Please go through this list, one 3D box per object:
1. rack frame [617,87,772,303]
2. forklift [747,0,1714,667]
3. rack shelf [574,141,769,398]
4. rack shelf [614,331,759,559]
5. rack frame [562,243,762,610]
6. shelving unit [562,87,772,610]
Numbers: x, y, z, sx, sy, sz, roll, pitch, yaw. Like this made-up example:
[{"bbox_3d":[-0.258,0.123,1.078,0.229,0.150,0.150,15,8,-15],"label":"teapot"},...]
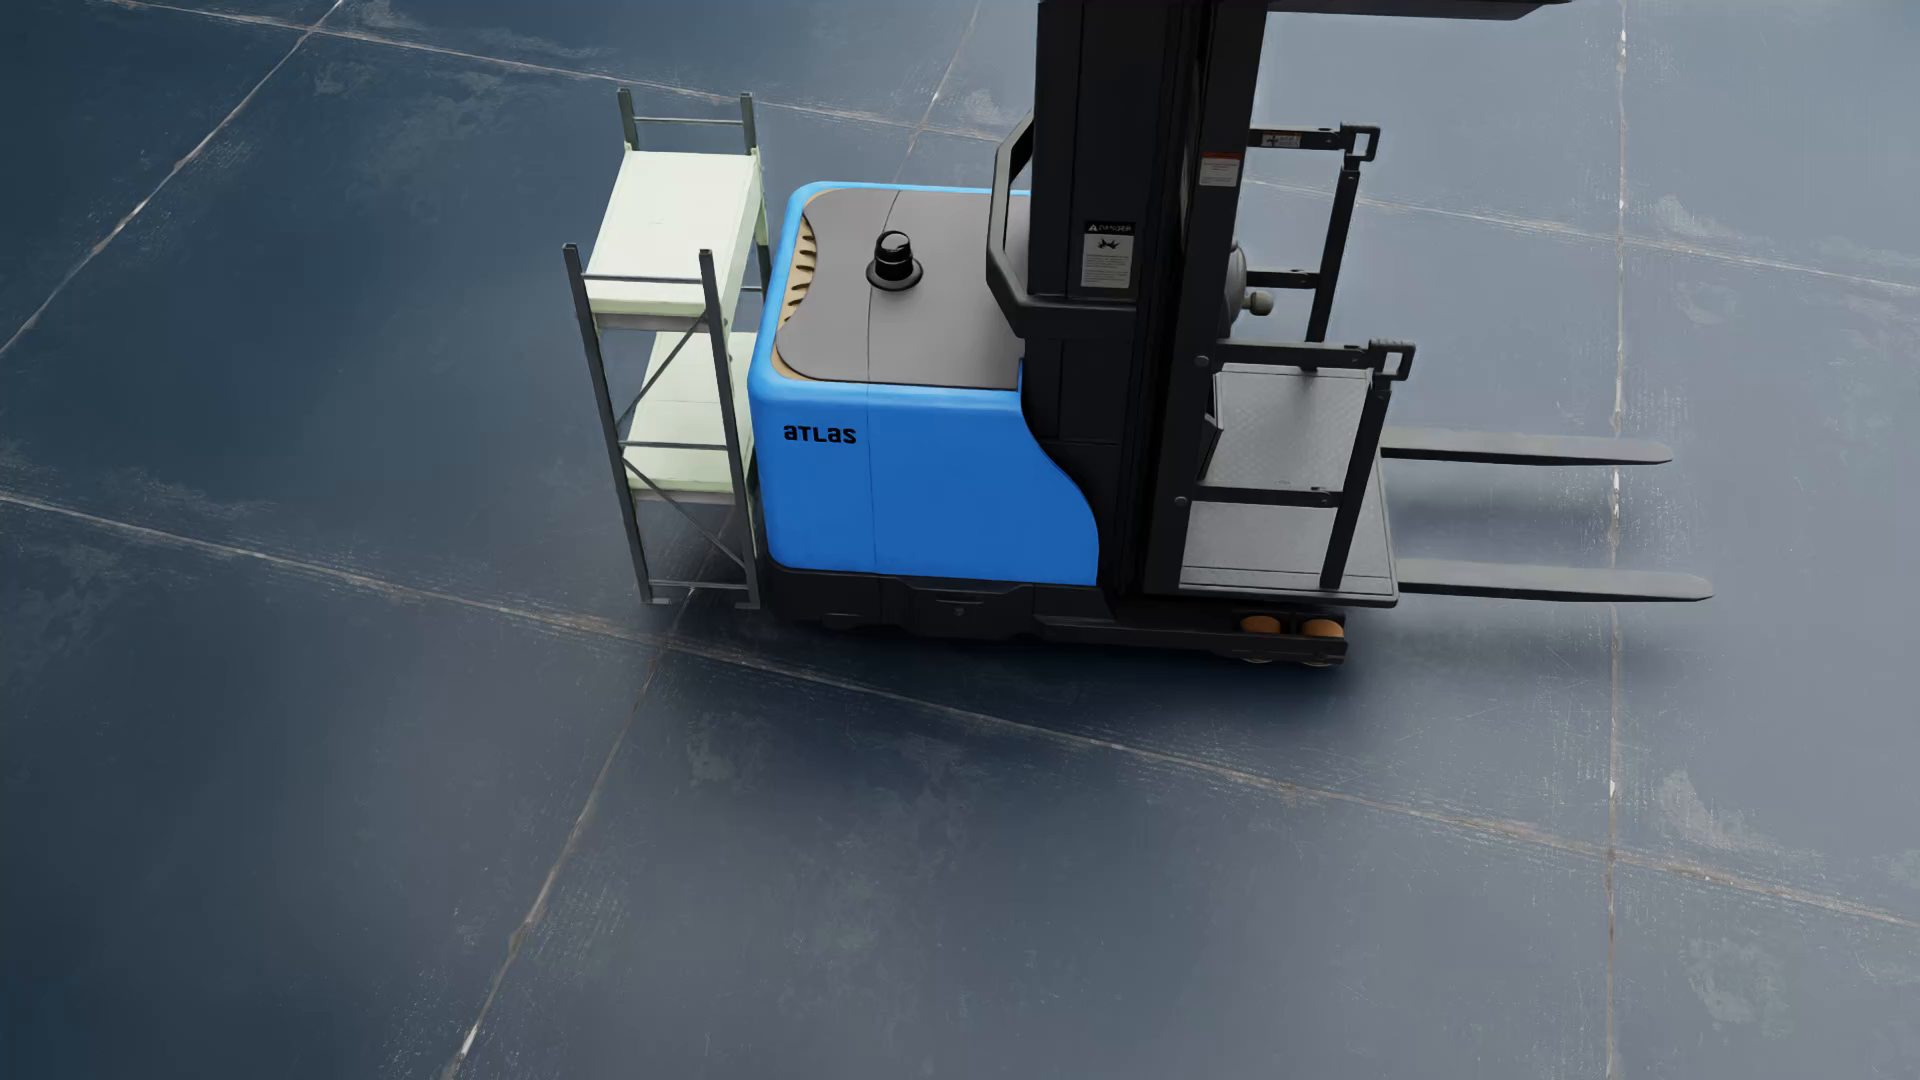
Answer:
[{"bbox_3d":[-0.815,-0.829,5.481,0.400,1.500,0.023,3,49,2],"label":"rack frame"},{"bbox_3d":[0.916,-0.977,4.657,3.031,2.935,1.130,3,49,3],"label":"forklift"},{"bbox_3d":[-0.838,-0.813,4.947,0.431,0.370,0.720,3,49,2],"label":"rack shelf"},{"bbox_3d":[-0.838,-0.339,5.484,0.431,0.370,0.720,3,49,2],"label":"rack shelf"},{"bbox_3d":[-0.862,-0.281,4.998,0.400,1.500,0.023,3,49,2],"label":"rack frame"},{"bbox_3d":[-0.838,-0.555,5.240,0.431,1.500,0.755,3,49,2],"label":"shelving unit"}]
